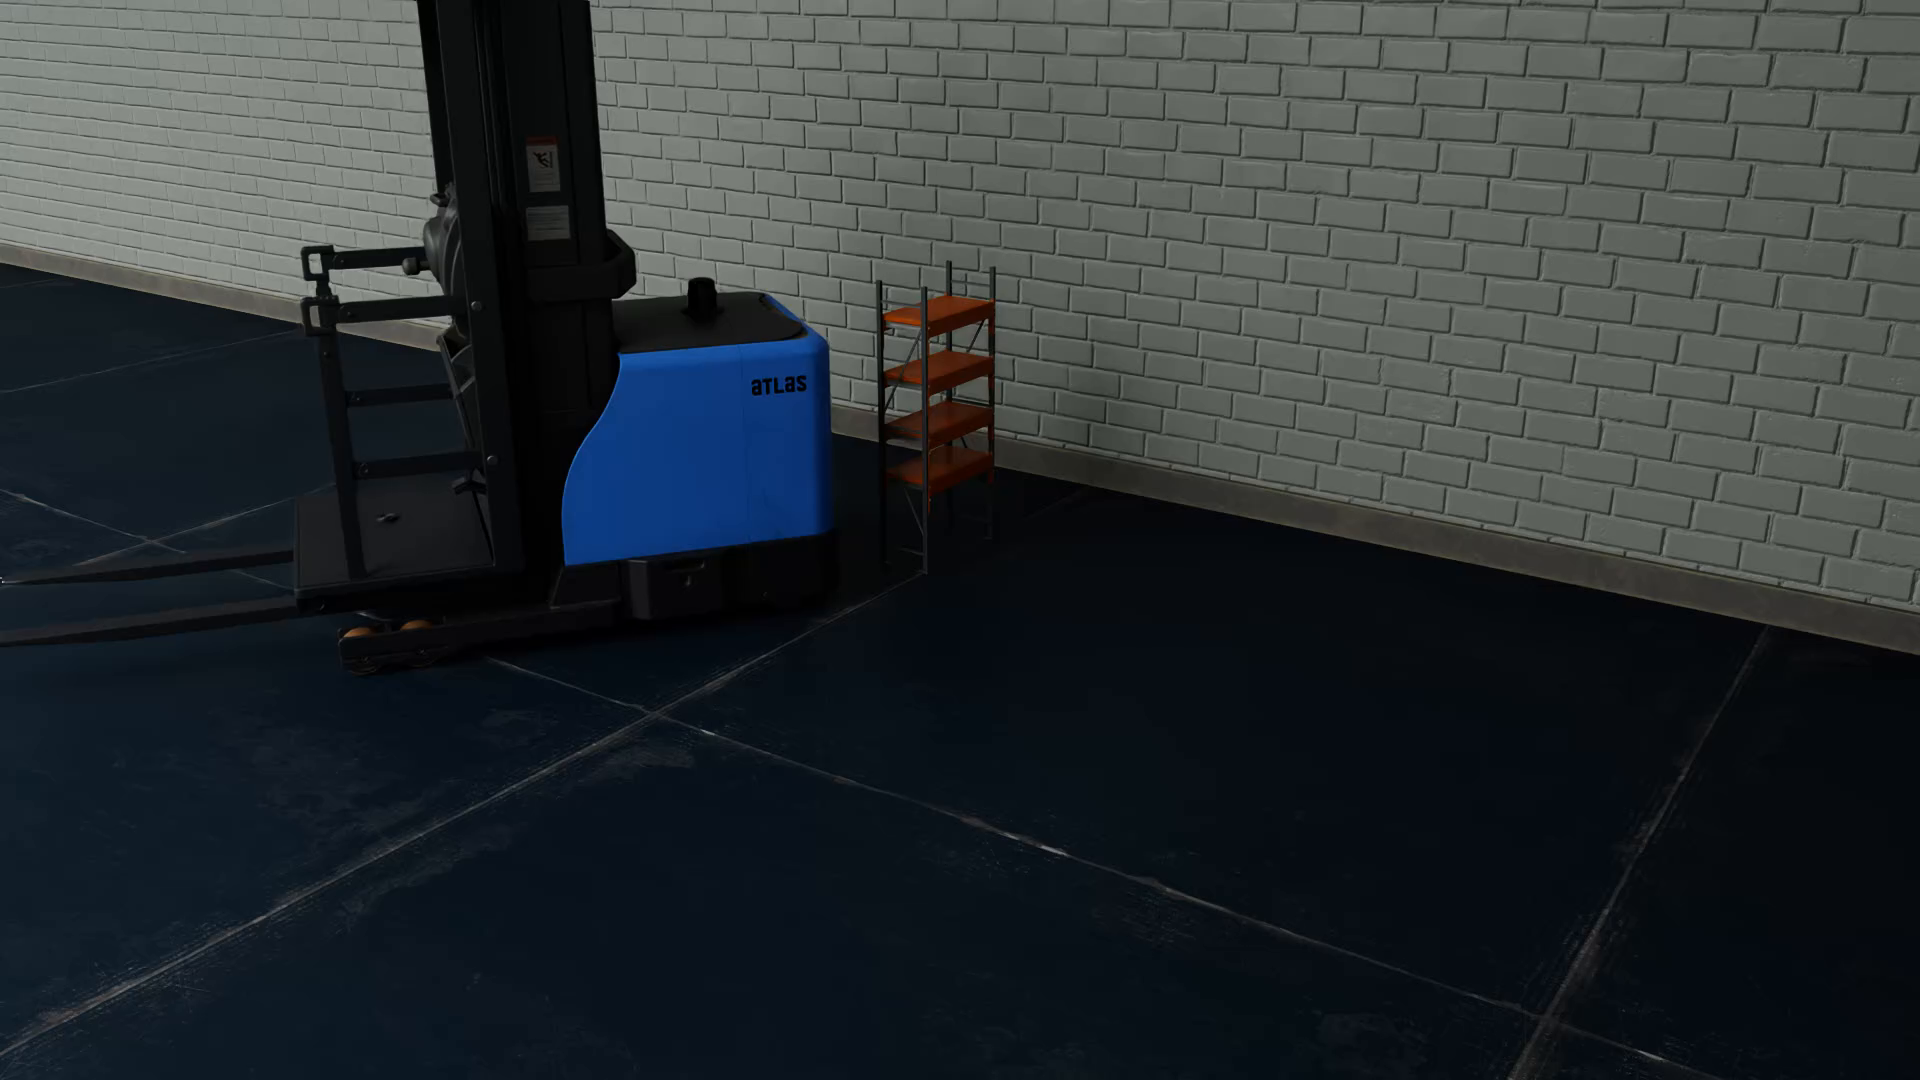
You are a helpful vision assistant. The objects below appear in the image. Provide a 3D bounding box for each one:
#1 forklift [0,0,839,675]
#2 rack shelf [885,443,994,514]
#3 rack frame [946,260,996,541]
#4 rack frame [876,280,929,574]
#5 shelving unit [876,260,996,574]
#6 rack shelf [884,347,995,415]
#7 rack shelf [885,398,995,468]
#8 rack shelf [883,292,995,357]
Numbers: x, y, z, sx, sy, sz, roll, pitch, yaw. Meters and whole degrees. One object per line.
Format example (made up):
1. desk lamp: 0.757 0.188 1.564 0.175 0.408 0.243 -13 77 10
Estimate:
1. forklift: -2.051 -1.098 6.009 3.031 2.935 1.130 -7 22 -19
2. rack shelf: -0.093 -0.266 7.021 0.258 0.148 0.480 13 24 32
3. rack frame: 0.044 -0.585 7.118 0.240 1.200 0.015 13 24 32
4. rack frame: -0.230 -0.445 6.739 0.240 1.200 0.015 13 24 32
5. shelving unit: -0.093 -0.515 6.928 0.258 1.200 0.503 13 24 32
6. rack shelf: -0.093 -0.662 6.874 0.258 0.148 0.480 13 24 32
7. rack shelf: -0.093 -0.452 6.952 0.258 0.148 0.480 13 24 32
8. rack shelf: -0.093 -0.884 6.792 0.258 0.148 0.480 13 24 32
